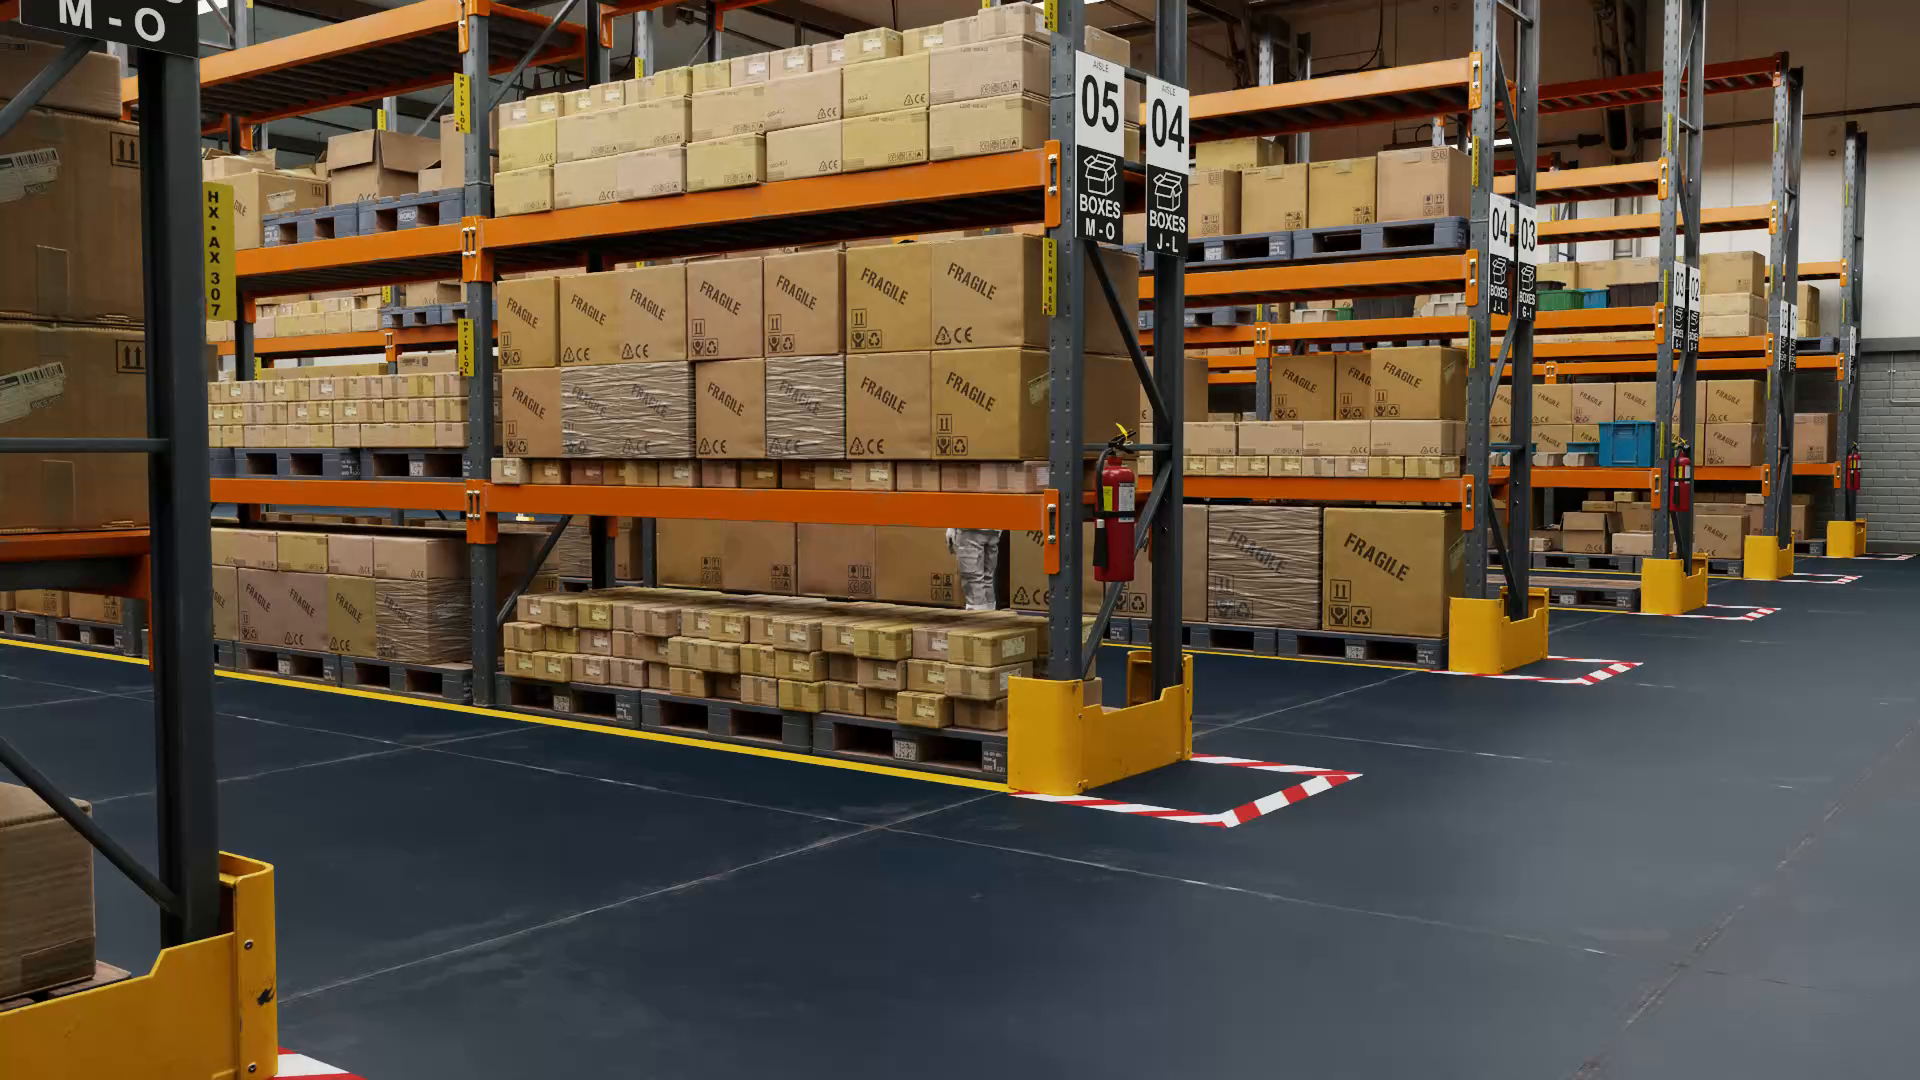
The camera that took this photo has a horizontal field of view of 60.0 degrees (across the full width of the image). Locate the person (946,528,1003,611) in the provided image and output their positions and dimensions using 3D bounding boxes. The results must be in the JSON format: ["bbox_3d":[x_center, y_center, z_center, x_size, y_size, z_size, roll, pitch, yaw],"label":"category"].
[{"bbox_3d":[0.077,-0.077,12.359,0.563,1.789,0.638,2,4,36],"label":"person"}]
